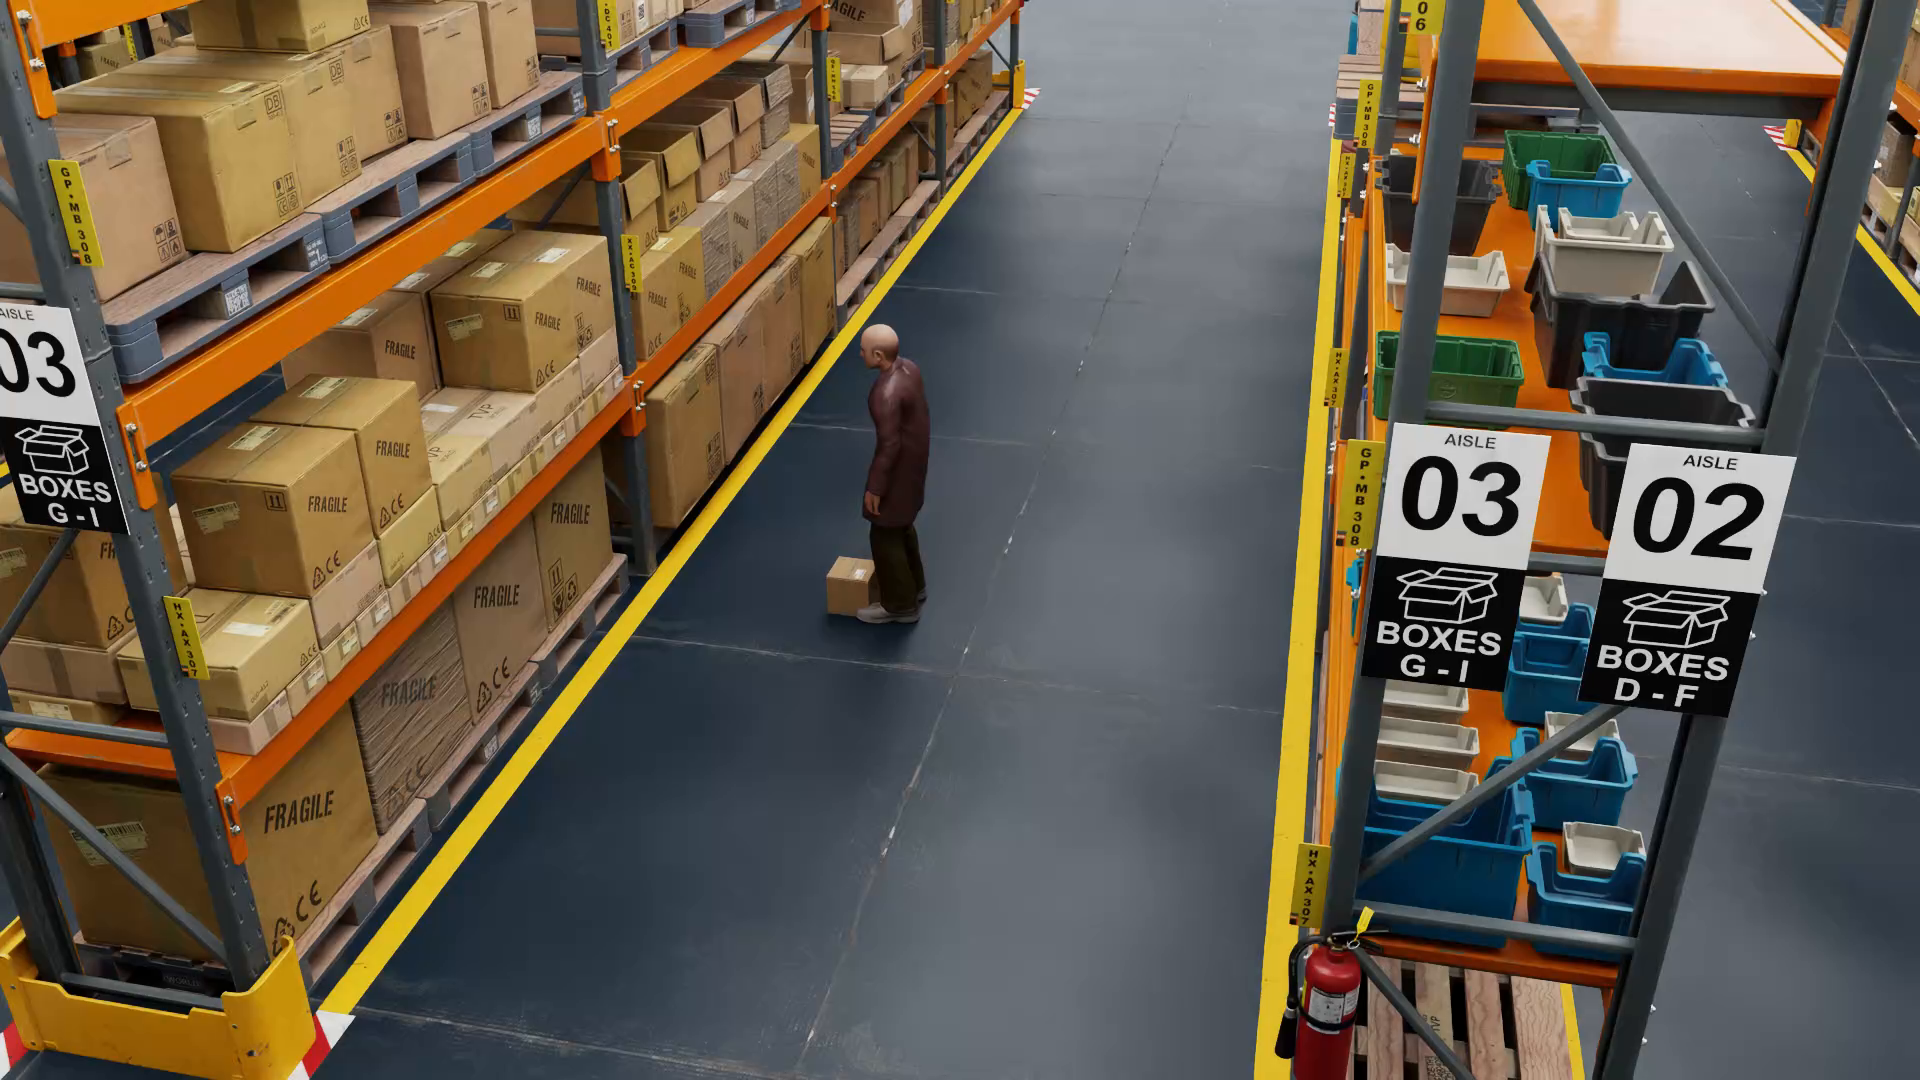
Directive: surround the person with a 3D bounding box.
[{"bbox_3d":[-0.380,-0.375,9.331,0.423,1.774,0.643,6,29,11],"label":"person"}]
